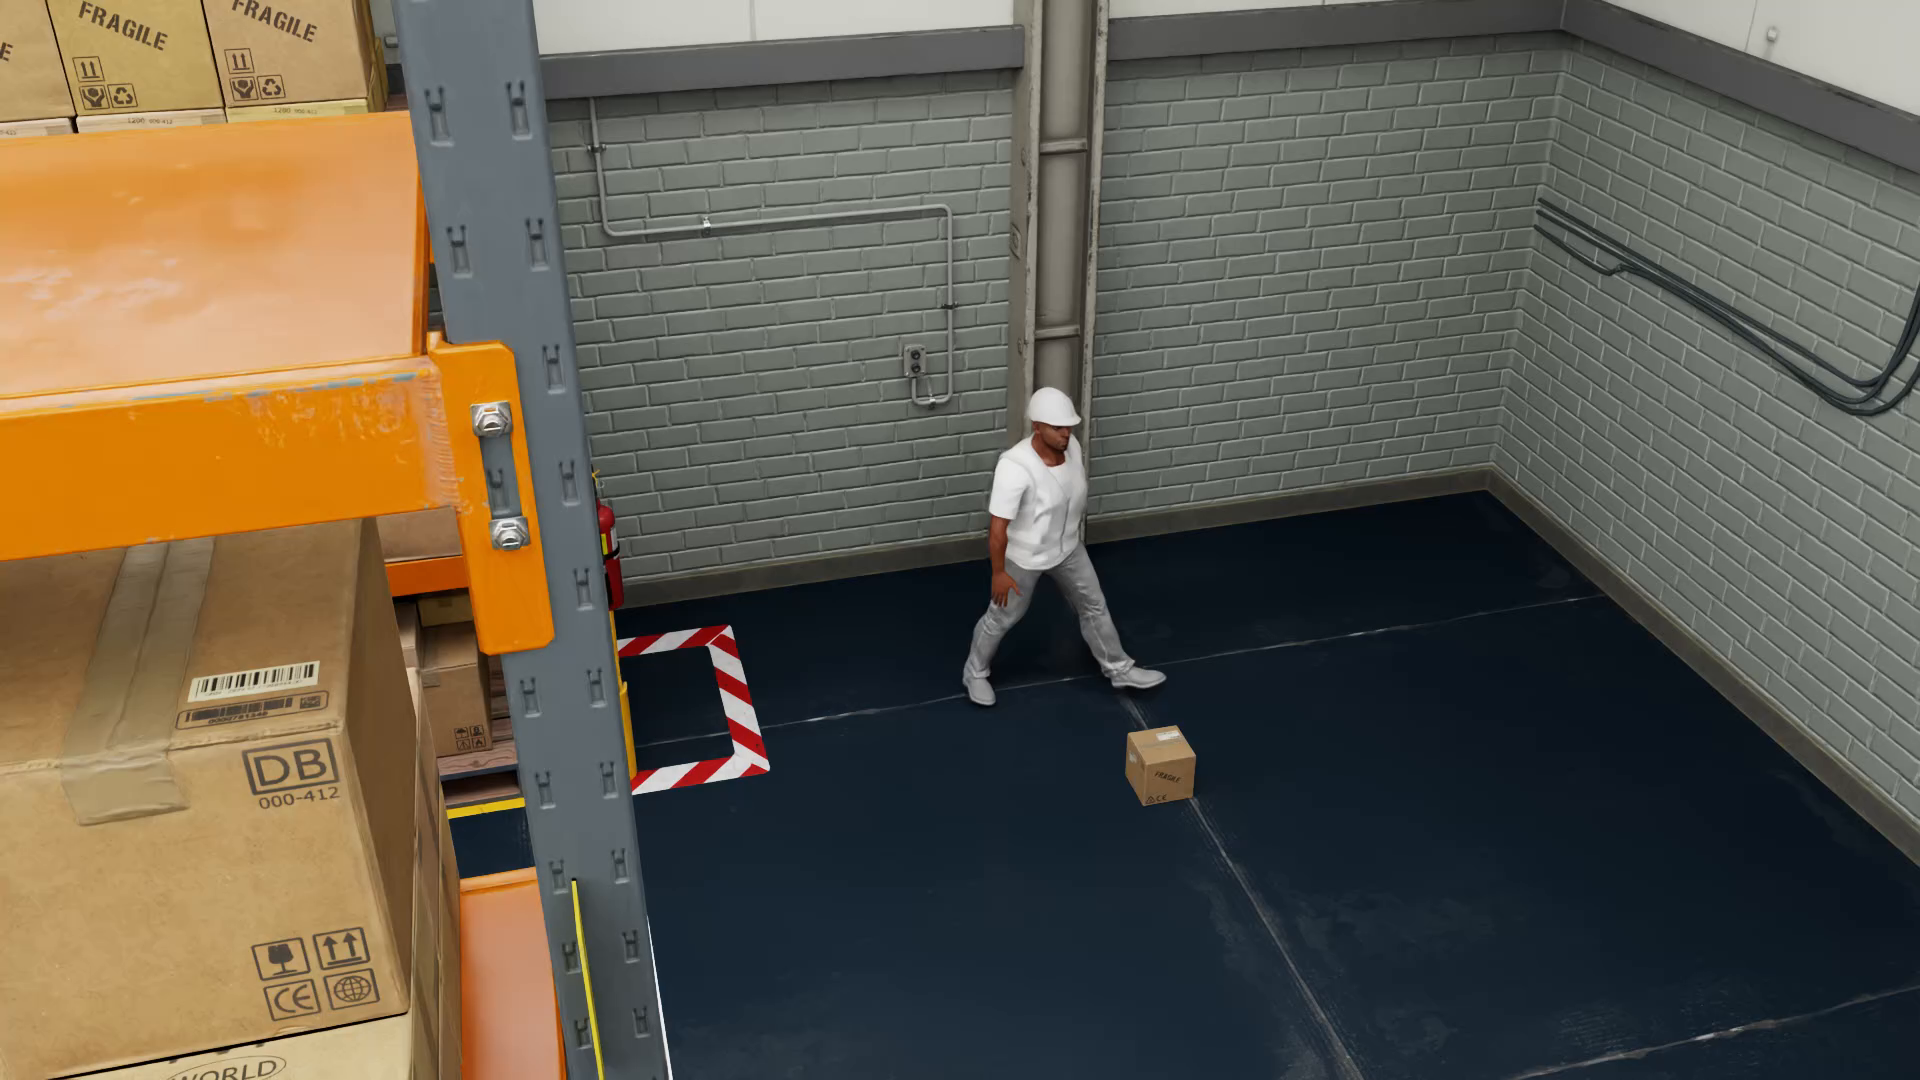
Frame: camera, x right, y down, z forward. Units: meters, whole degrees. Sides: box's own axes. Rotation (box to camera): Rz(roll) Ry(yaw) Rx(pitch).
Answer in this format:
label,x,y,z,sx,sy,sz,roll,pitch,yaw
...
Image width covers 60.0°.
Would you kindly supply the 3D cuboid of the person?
label,x,y,z,sx,sy,sz,roll,pitch,yaw
person,0.403,-0.239,7.968,0.680,1.062,0.388,-26,39,-37
